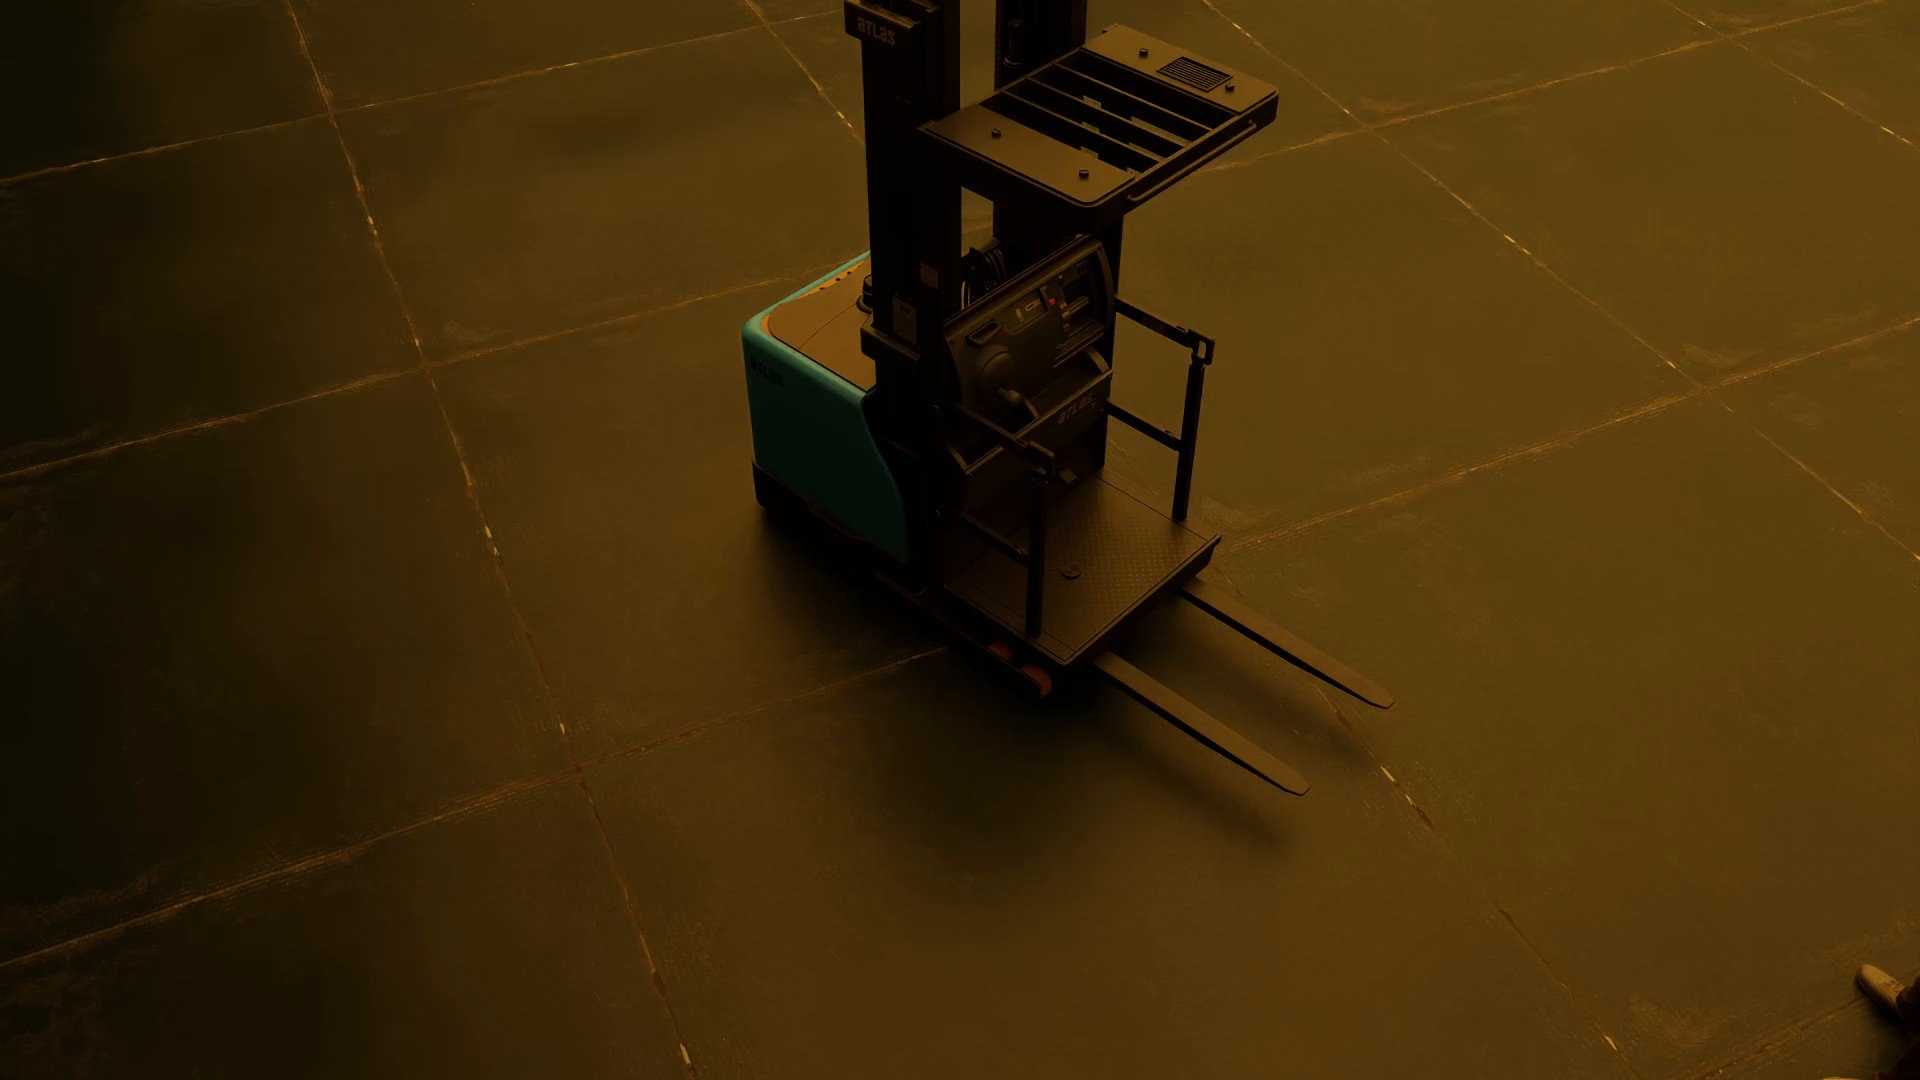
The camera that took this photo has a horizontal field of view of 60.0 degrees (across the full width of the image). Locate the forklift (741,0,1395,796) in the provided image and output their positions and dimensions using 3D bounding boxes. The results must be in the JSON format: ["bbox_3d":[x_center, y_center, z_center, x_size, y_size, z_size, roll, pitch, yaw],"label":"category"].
[{"bbox_3d":[0.445,-0.788,6.525,3.031,2.935,1.130,32,52,30],"label":"forklift"}]

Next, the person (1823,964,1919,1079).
[{"bbox_3d":[3.308,1.180,5.263,0.456,1.782,0.718,30,51,28],"label":"person"}]
